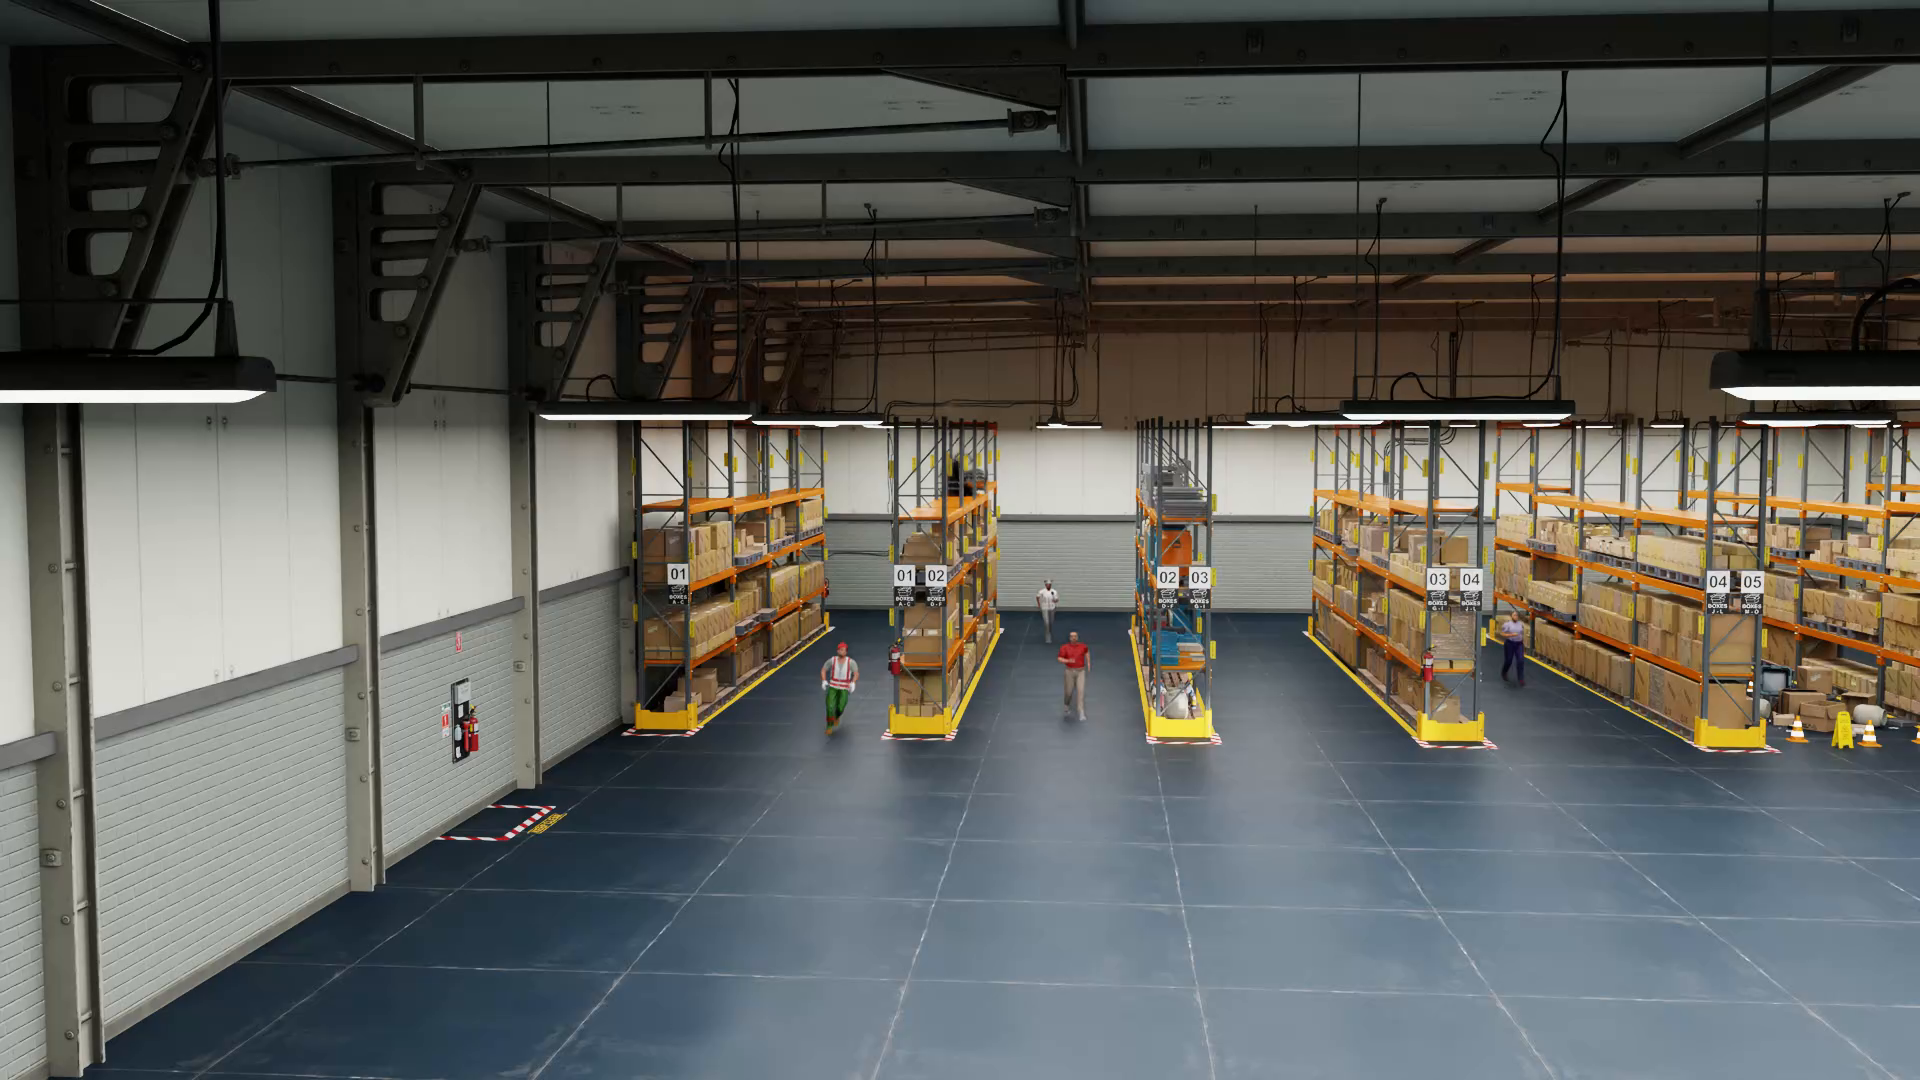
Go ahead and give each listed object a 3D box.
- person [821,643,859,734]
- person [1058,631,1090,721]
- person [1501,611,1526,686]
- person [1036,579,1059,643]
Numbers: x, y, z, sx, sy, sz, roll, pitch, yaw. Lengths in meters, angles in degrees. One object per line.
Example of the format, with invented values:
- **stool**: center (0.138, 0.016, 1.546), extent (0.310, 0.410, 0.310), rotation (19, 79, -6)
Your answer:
- **person**: center (-2.288, 2.812, 31.553), extent (0.714, 1.732, 0.562), rotation (0, 4, -1)
- **person**: center (2.293, 2.684, 33.189), extent (0.671, 1.708, 1.036), rotation (0, 4, -5)
- **person**: center (12.508, 2.416, 37.556), extent (0.602, 1.645, 0.913), rotation (0, 4, -4)
- **person**: center (2.400, 1.908, 45.199), extent (0.571, 1.693, 0.927), rotation (-1, 4, -10)
